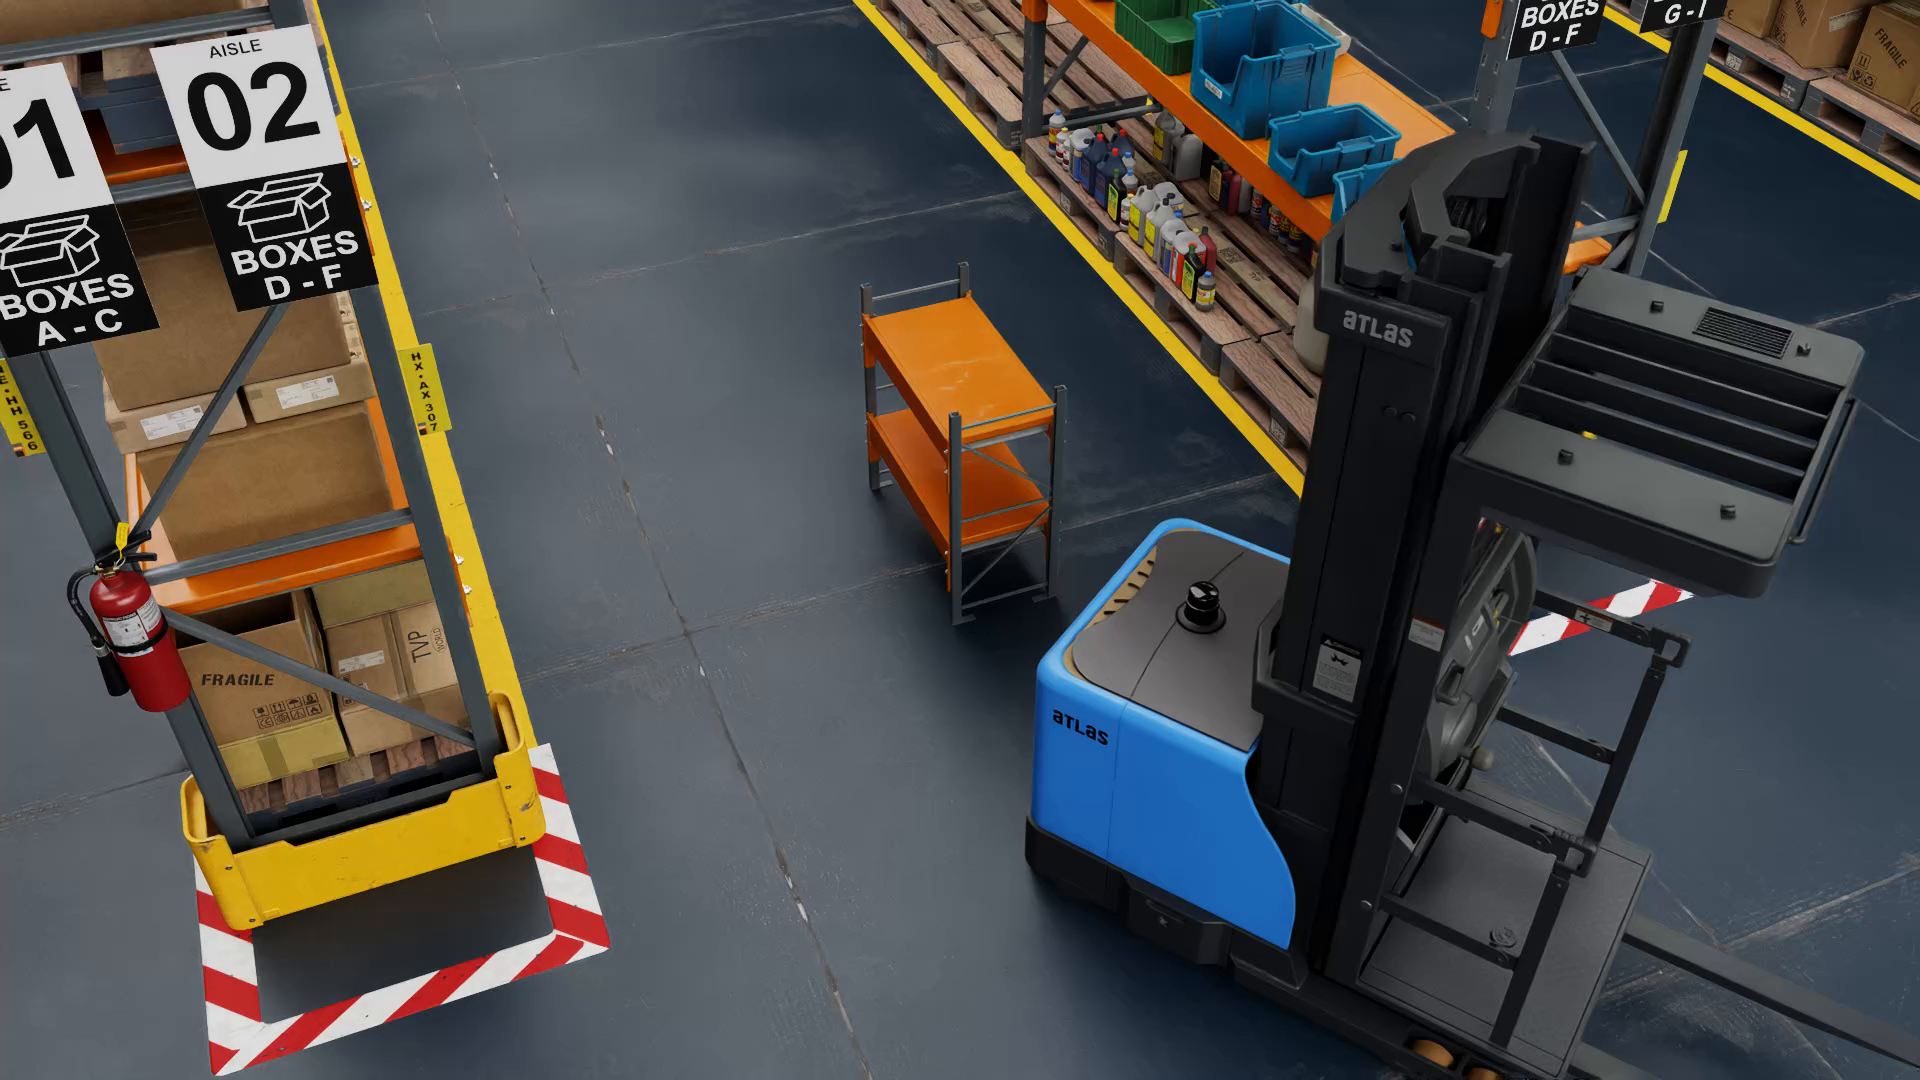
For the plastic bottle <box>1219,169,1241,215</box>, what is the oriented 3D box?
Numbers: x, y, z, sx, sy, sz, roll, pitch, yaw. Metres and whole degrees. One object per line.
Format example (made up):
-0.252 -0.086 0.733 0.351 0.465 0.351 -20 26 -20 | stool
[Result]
1.535 -2.001 9.441 0.061 0.283 0.133 -15 43 -17 | plastic bottle

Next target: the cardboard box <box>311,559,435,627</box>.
-2.375 -0.054 6.642 0.500 0.500 0.500 -15 43 -17 | cardboard box

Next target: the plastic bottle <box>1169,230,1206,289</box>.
1.217 -1.497 8.860 0.152 0.276 0.135 -15 43 -17 | plastic bottle

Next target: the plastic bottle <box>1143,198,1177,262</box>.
1.097 -1.707 9.048 0.144 0.351 0.185 -13 42 -15 | plastic bottle

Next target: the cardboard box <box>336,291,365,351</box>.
-2.237 -0.706 5.615 0.380 0.149 0.250 -16 43 -18 | cardboard box

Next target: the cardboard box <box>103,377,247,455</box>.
-2.504 -0.440 5.305 0.380 0.149 0.250 -16 43 -18 | cardboard box

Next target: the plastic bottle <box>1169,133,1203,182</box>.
1.324 -2.267 9.756 0.152 0.276 0.135 -15 43 -17 | plastic bottle

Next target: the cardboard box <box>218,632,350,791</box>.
-2.660 0.661 6.387 0.500 0.250 0.500 -15 43 -17 | cardboard box

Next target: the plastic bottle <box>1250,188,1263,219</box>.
1.704 -1.933 9.424 0.097 0.201 0.097 0 41 0 | plastic bottle

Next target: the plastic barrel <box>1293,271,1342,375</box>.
1.882 -1.102 8.236 0.421 0.512 0.421 0 41 0 | plastic barrel

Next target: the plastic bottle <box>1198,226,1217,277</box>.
1.315 -1.526 8.889 0.061 0.283 0.133 -15 43 -17 | plastic bottle

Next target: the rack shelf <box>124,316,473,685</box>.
-2.947 -0.905 6.973 1.077 0.370 4.000 -15 43 -17 | rack shelf

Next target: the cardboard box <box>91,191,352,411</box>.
-2.369 -0.819 5.249 0.700 0.500 0.500 -15 43 -17 | cardboard box

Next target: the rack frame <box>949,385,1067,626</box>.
0.192 -0.124 6.950 0.500 1.125 0.032 -15 43 -17 | rack frame

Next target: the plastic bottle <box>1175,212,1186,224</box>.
1.192 -1.707 9.162 0.097 0.201 0.097 0 41 0 | plastic bottle

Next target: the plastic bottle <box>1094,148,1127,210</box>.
0.863 -2.075 9.476 0.144 0.351 0.185 -17 43 -19 | plastic bottle

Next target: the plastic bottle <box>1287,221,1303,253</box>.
1.859 -1.716 9.118 0.097 0.271 0.097 0 41 0 | plastic bottle

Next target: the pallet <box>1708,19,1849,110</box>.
5.731 -3.399 11.459 1.003 0.211 1.213 -15 43 -17 | pallet

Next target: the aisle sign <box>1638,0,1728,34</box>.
2.694 -2.222 5.958 0.394 0.787 0.004 -15 43 -17 | aisle sign

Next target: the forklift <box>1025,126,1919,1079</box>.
1.756 0.386 4.972 3.031 2.935 1.130 23 46 24 | forklift

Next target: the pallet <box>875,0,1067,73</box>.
0.058 -3.759 11.878 1.003 0.211 1.213 -15 43 -17 | pallet

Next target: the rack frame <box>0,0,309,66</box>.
-2.182 -2.248 3.381 1.000 3.000 0.127 -15 43 -17 | rack frame

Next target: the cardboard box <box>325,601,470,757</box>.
-2.182 0.531 6.537 0.500 0.250 0.500 -15 43 -17 | cardboard box

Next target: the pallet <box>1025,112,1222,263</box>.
1.084 -2.144 10.000 1.003 0.211 1.213 -15 43 -17 | pallet

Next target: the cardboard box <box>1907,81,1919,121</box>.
6.266 -2.768 10.182 0.500 0.500 0.500 -11 42 -13 | cardboard box

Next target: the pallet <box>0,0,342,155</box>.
-2.429 -1.510 4.891 1.003 0.211 1.213 -15 43 -17 | pallet

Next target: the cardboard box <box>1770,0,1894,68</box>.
5.784 -3.469 10.998 0.500 0.500 0.500 -3 41 -3 | cardboard box

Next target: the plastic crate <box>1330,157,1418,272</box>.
1.928 -1.377 7.084 0.499 0.251 0.616 -15 43 -17 | plastic crate

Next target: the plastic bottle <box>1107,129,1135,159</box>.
0.924 -2.225 9.650 0.144 0.351 0.185 -15 43 -17 | plastic bottle

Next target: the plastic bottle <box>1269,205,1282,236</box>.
1.783 -1.809 9.280 0.097 0.201 0.097 0 41 0 | plastic bottle

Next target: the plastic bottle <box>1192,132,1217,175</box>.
1.451 -2.347 9.792 0.144 0.351 0.185 -17 44 -19 | plastic bottle

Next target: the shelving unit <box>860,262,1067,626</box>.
-0.003 -0.431 7.307 0.538 1.125 1.048 -15 43 -17 | shelving unit

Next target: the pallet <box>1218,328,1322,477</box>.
2.017 -0.674 8.291 1.003 0.211 1.213 -15 43 -17 | pallet

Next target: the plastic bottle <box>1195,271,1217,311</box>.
1.288 -1.310 8.700 0.097 0.201 0.097 0 41 0 | plastic bottle

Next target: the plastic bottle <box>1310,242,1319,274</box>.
1.950 -1.545 8.973 0.097 0.201 0.097 0 41 0 | plastic bottle

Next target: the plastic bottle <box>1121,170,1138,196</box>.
0.954 -1.966 9.409 0.097 0.271 0.097 0 41 0 | plastic bottle

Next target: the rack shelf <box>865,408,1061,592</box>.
-0.003 -0.245 7.466 0.538 0.278 1.000 -15 43 -17 | rack shelf

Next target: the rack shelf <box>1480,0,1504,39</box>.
1.631 -3.276 7.429 1.077 0.370 4.000 -15 43 -17 | rack shelf

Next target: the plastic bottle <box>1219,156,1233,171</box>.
1.575 -2.153 9.566 0.144 0.351 0.185 -15 43 -17 | plastic bottle

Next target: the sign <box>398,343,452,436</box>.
-1.667 -0.466 5.186 0.100 0.325 0.005 -15 43 -17 | sign

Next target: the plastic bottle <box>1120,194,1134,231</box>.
0.950 -1.842 9.319 0.097 0.201 0.097 0 41 0 | plastic bottle

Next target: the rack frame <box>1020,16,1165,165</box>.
0.865 -3.616 9.574 1.000 3.000 0.127 -15 43 -17 | rack frame

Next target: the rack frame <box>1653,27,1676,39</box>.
5.441 -4.852 11.010 1.000 3.000 0.127 -15 43 -17 | rack frame

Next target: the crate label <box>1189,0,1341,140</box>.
1.442 -2.262 7.971 0.502 0.435 0.616 -15 43 -17 | crate label

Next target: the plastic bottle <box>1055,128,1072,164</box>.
0.621 -2.360 9.921 0.097 0.201 0.097 0 41 0 | plastic bottle

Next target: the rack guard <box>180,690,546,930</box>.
-2.173 0.989 6.135 1.175 0.500 0.348 -15 43 -17 | rack guard

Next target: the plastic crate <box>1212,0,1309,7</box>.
1.540 -2.961 8.926 0.499 0.251 0.616 -15 43 -17 | plastic crate

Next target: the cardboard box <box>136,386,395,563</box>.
-2.349 -0.296 5.635 0.700 0.500 0.500 -15 43 -17 | cardboard box

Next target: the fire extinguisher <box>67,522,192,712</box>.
-2.566 0.243 5.145 0.296 0.674 0.183 -15 43 -17 | fire extinguisher

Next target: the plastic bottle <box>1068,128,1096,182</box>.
0.731 -2.261 9.749 0.152 0.276 0.135 -14 43 -15 | plastic bottle

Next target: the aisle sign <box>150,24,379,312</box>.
-1.874 -0.996 4.532 0.394 0.787 0.004 -15 43 -17 | aisle sign

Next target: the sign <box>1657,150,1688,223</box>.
2.906 -1.446 6.838 0.100 0.325 0.005 -15 43 -17 | sign
